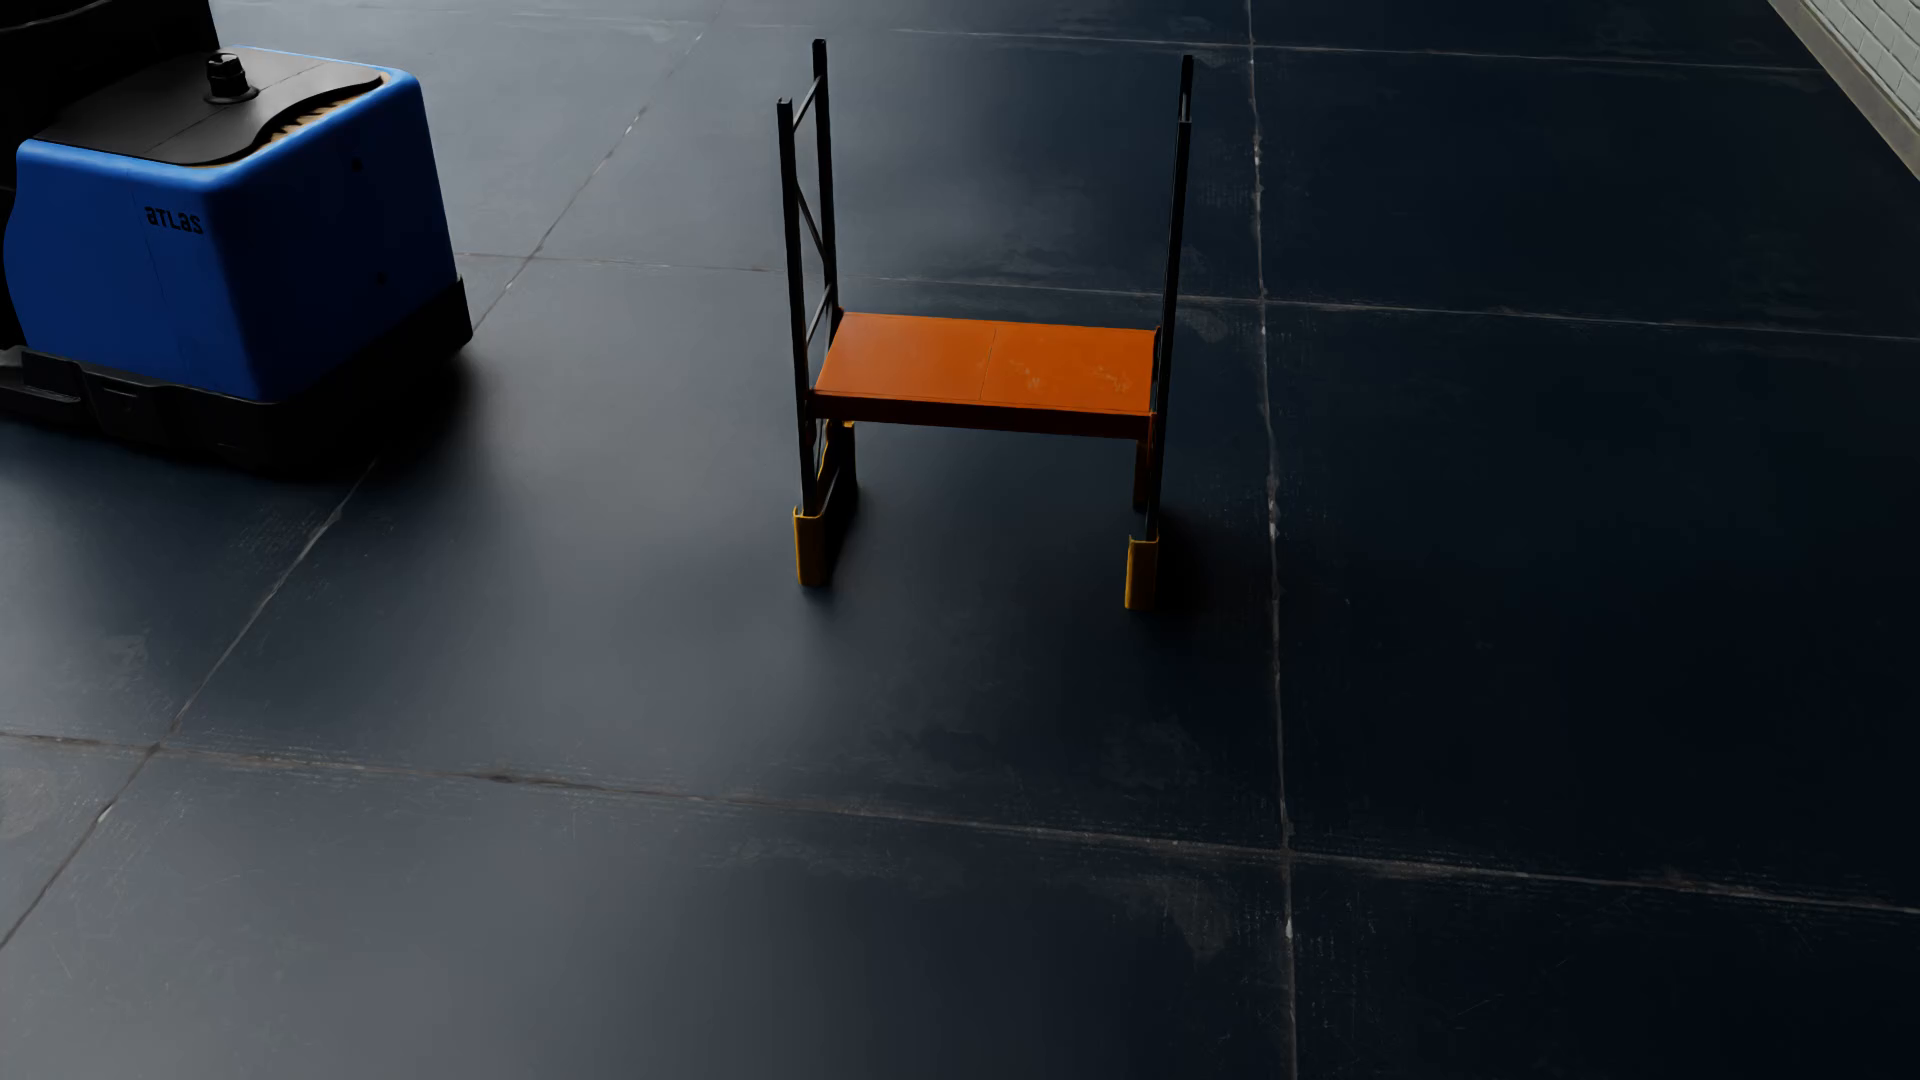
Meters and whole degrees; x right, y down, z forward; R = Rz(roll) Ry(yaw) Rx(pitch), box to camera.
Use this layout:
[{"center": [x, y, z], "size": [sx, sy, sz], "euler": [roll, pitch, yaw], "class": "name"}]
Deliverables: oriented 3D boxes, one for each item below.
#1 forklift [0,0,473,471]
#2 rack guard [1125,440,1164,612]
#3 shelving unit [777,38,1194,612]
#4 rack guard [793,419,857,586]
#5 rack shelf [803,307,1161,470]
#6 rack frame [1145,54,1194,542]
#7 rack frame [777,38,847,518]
[{"center": [-3.383, -1.958, 5.471], "size": [3.031, 2.935, 1.130], "euler": [13, 37, 17], "class": "forklift"}, {"center": [0.570, -0.059, 5.118], "size": [0.087, 0.250, 0.587], "euler": [4, 36, 6], "class": "rack guard"}, {"center": [0.076, -0.605, 4.806], "size": [1.083, 1.500, 0.587], "euler": [4, 36, 6], "class": "shelving unit"}, {"center": [-0.418, -0.133, 5.221], "size": [0.087, 0.250, 0.587], "euler": [4, 36, 6], "class": "rack guard"}, {"center": [0.085, -0.458, 4.910], "size": [1.000, 0.185, 0.538], "euler": [4, 36, 6], "class": "rack shelf"}, {"center": [0.589, -0.567, 4.753], "size": [0.032, 1.500, 0.500], "euler": [4, 36, 6], "class": "rack frame"}, {"center": [-0.420, -0.642, 4.858], "size": [0.032, 1.500, 0.500], "euler": [4, 36, 6], "class": "rack frame"}]
